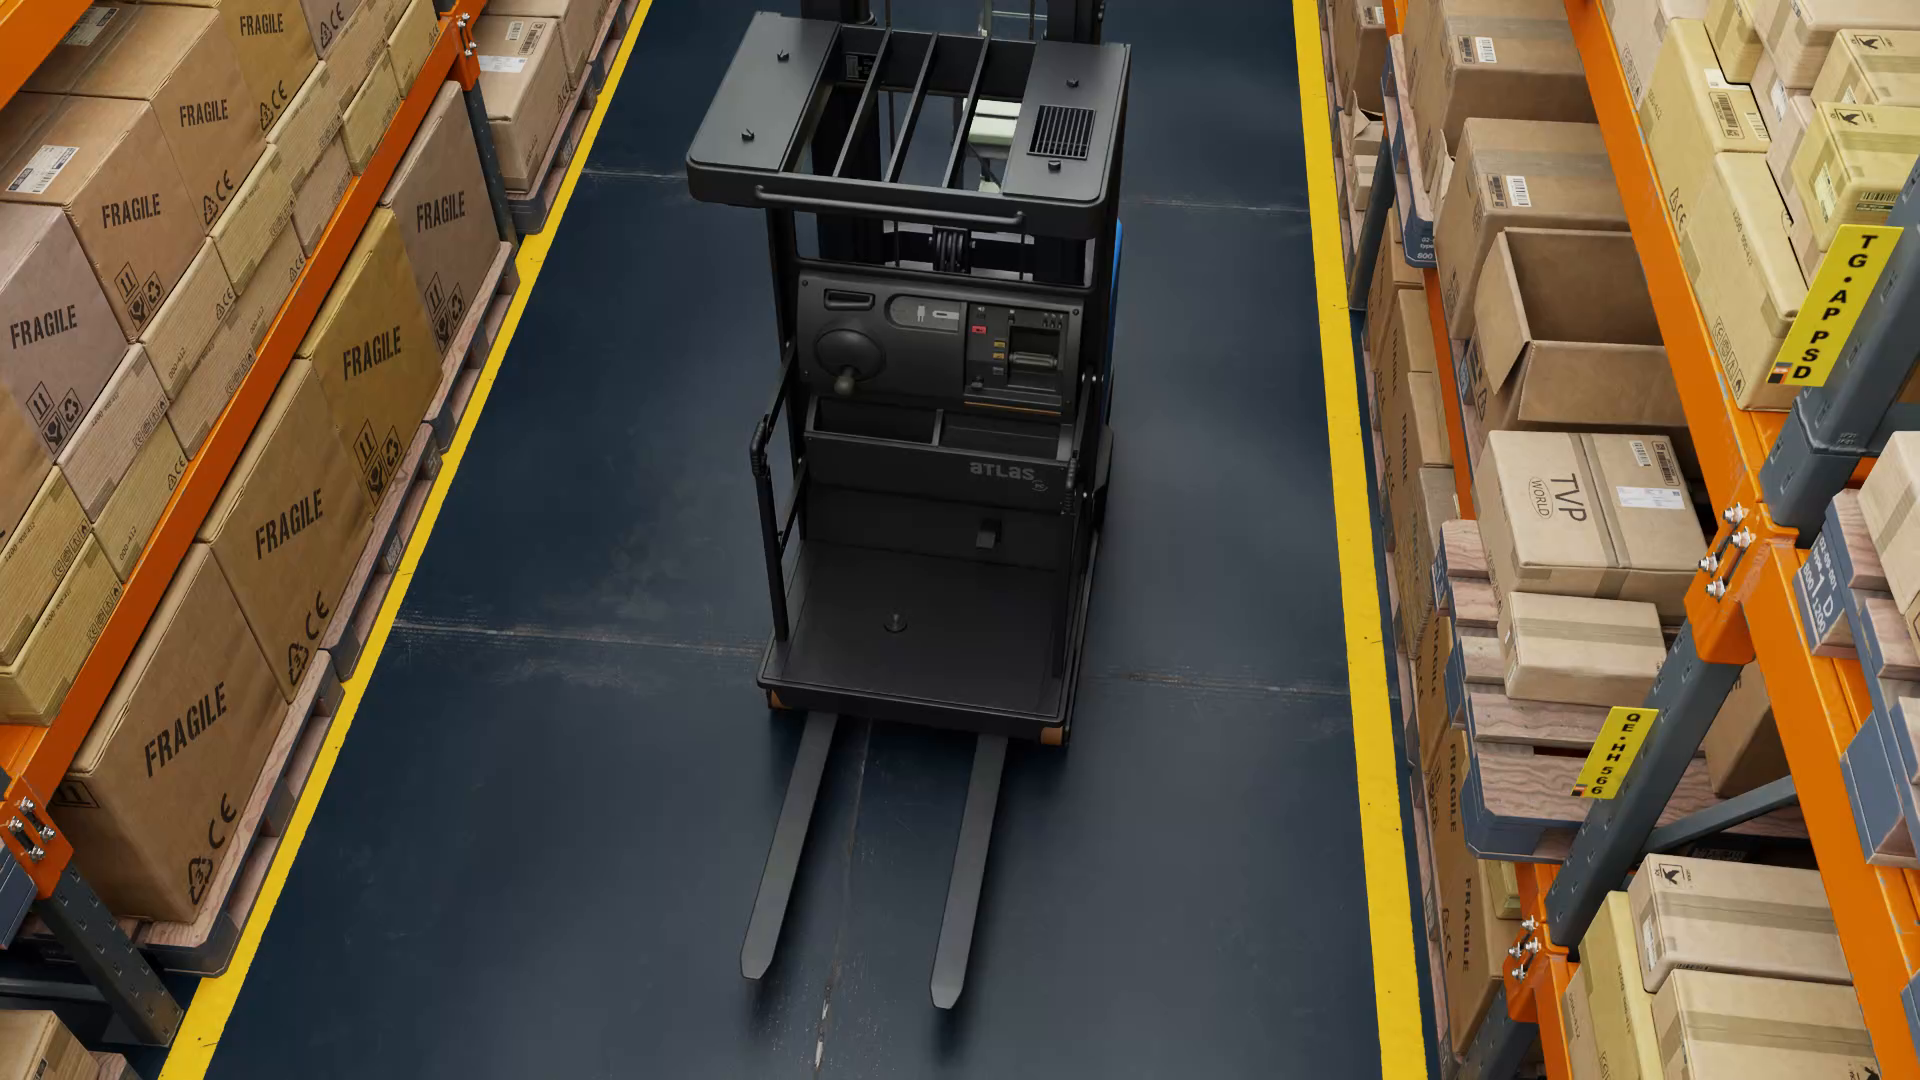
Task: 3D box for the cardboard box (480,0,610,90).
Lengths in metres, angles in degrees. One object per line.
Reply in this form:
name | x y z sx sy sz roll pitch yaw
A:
cardboard box | -2.389 -2.806 8.735 0.875 0.438 0.875 3 48 2

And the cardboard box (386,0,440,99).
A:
cardboard box | -2.424 -2.020 6.666 0.500 0.250 0.500 3 48 3

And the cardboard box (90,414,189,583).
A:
cardboard box | -2.674 -0.148 4.954 0.500 0.250 0.500 3 48 2

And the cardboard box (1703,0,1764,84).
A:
cardboard box | 1.809 -1.086 3.509 0.380 0.149 0.250 4 48 4

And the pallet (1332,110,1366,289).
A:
pallet | 2.373 -1.649 8.116 1.003 0.211 1.213 4 48 4

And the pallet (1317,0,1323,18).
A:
pallet | 2.595 -3.442 9.756 1.003 0.211 1.213 4 48 4

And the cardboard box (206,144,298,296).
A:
cardboard box | -2.541 -1.068 5.457 0.500 0.250 0.500 5 48 4

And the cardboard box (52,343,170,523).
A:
cardboard box | -2.658 -0.331 4.783 0.500 0.250 0.500 5 48 4

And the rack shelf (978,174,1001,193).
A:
rack shelf | 0.235 -1.224 7.295 0.431 0.370 0.720 7 48 6

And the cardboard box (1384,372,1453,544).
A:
cardboard box | 1.953 -0.285 6.388 0.500 0.500 0.500 3 48 2

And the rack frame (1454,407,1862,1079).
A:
rack frame | 1.945 0.853 3.937 1.000 3.000 0.127 4 48 4

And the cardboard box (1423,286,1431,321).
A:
cardboard box | 2.052 -0.959 6.564 0.380 0.149 0.250 2 48 2

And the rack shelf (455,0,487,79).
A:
rack shelf | -2.452 -3.644 8.537 1.077 0.370 4.000 4 48 4

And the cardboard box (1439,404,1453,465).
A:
cardboard box | 1.955 -0.394 6.047 0.380 0.149 0.250 5 48 5

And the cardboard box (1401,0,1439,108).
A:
cardboard box | 2.043 -1.921 6.122 0.700 0.500 0.500 5 48 5

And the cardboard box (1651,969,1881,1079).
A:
cardboard box | 1.600 1.011 3.285 0.380 0.149 0.250 5 48 4

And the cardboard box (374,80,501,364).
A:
cardboard box | -2.611 -1.381 7.135 0.875 0.875 0.875 5 48 5

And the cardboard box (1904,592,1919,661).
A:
cardboard box | 1.636 0.148 2.129 0.500 0.500 0.500 4 48 4

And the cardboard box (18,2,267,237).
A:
cardboard box | -2.562 -1.310 5.170 0.500 0.500 0.500 5 48 4

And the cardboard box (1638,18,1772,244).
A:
cardboard box | 1.795 -0.871 3.583 0.500 0.250 0.500 4 48 4

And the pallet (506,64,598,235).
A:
pallet | -2.487 -2.029 8.463 1.003 0.211 1.213 4 48 4

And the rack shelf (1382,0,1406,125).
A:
rack shelf | 2.492 -3.313 8.235 1.077 0.370 4.000 4 48 4

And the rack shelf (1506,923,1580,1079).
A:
rack shelf | 1.763 2.566 2.858 1.077 0.370 4.000 4 48 4

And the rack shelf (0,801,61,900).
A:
rack shelf | -3.181 2.235 3.161 1.077 0.370 4.000 4 48 4

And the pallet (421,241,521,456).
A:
pallet | -2.629 -0.904 7.434 1.003 0.211 1.213 4 48 4

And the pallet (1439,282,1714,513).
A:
pallet | 2.118 -0.511 5.315 1.003 0.211 1.213 4 48 4

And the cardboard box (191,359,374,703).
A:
cardboard box | -2.767 -0.059 5.927 0.875 0.875 0.875 4 48 4

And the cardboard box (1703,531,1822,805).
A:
cardboard box | 2.148 0.310 4.081 0.500 0.500 0.500 6 48 5

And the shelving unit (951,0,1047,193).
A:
shelving unit | 0.235 -1.444 7.054 0.431 1.500 0.755 7 48 6

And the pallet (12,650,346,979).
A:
pallet | -2.851 0.889 5.794 1.003 0.211 1.213 4 48 4

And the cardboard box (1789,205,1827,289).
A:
cardboard box | 1.738 -0.520 2.991 0.380 0.149 0.250 5 48 4

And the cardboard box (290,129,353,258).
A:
cardboard box | -2.536 -1.276 5.986 0.500 0.250 0.500 3 48 2

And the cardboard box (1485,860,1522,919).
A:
cardboard box | 1.738 0.956 4.812 0.380 0.149 0.250 2 48 2

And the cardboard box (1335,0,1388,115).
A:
cardboard box | 2.313 -2.492 8.406 0.700 0.500 0.500 2 48 2

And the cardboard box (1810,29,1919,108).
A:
cardboard box | 1.811 -0.802 3.048 0.380 0.149 0.250 2 48 2

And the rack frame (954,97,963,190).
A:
rack frame | 0.174 -1.178 6.811 0.400 1.500 0.023 7 48 6

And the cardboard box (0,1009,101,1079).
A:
cardboard box | -3.060 1.682 4.675 0.950 0.372 0.625 1 48 1

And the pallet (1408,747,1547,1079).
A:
pallet | 2.051 1.248 5.465 1.003 0.211 1.213 4 48 4

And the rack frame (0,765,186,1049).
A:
rack frame | -2.998 0.522 4.239 1.000 3.000 0.127 4 48 4

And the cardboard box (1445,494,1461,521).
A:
cardboard box | 1.887 -0.016 5.702 0.380 0.149 0.250 2 48 2

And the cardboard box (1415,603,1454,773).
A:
cardboard box | 1.871 0.478 5.689 0.500 0.500 0.500 6 48 5

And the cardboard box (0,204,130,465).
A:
cardboard box | -2.674 -0.560 4.484 0.500 0.500 0.500 4 48 4

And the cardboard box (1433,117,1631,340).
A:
cardboard box | 1.924 -0.964 5.246 0.700 0.500 0.500 4 48 3

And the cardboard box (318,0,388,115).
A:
cardboard box | -2.470 -1.827 6.151 0.500 0.250 0.500 5 48 4

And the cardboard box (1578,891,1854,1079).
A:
cardboard box | 1.636 1.043 3.526 0.500 0.250 0.500 4 48 3

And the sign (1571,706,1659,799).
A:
sign | 1.404 0.460 3.566 0.100 0.325 0.005 4 48 4

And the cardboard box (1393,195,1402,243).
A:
cardboard box | 2.012 -1.357 6.928 0.380 0.149 0.250 6 48 5

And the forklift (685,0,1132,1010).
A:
forklift | -8.745 -2.528 6.937 19.036 3.140 5.327 7 48 6

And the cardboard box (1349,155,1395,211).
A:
cardboard box | 2.068 -1.695 7.915 0.380 0.149 0.250 3 48 2

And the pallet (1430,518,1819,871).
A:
pallet | 1.937 0.415 4.467 1.213 0.211 1.003 4 48 4
